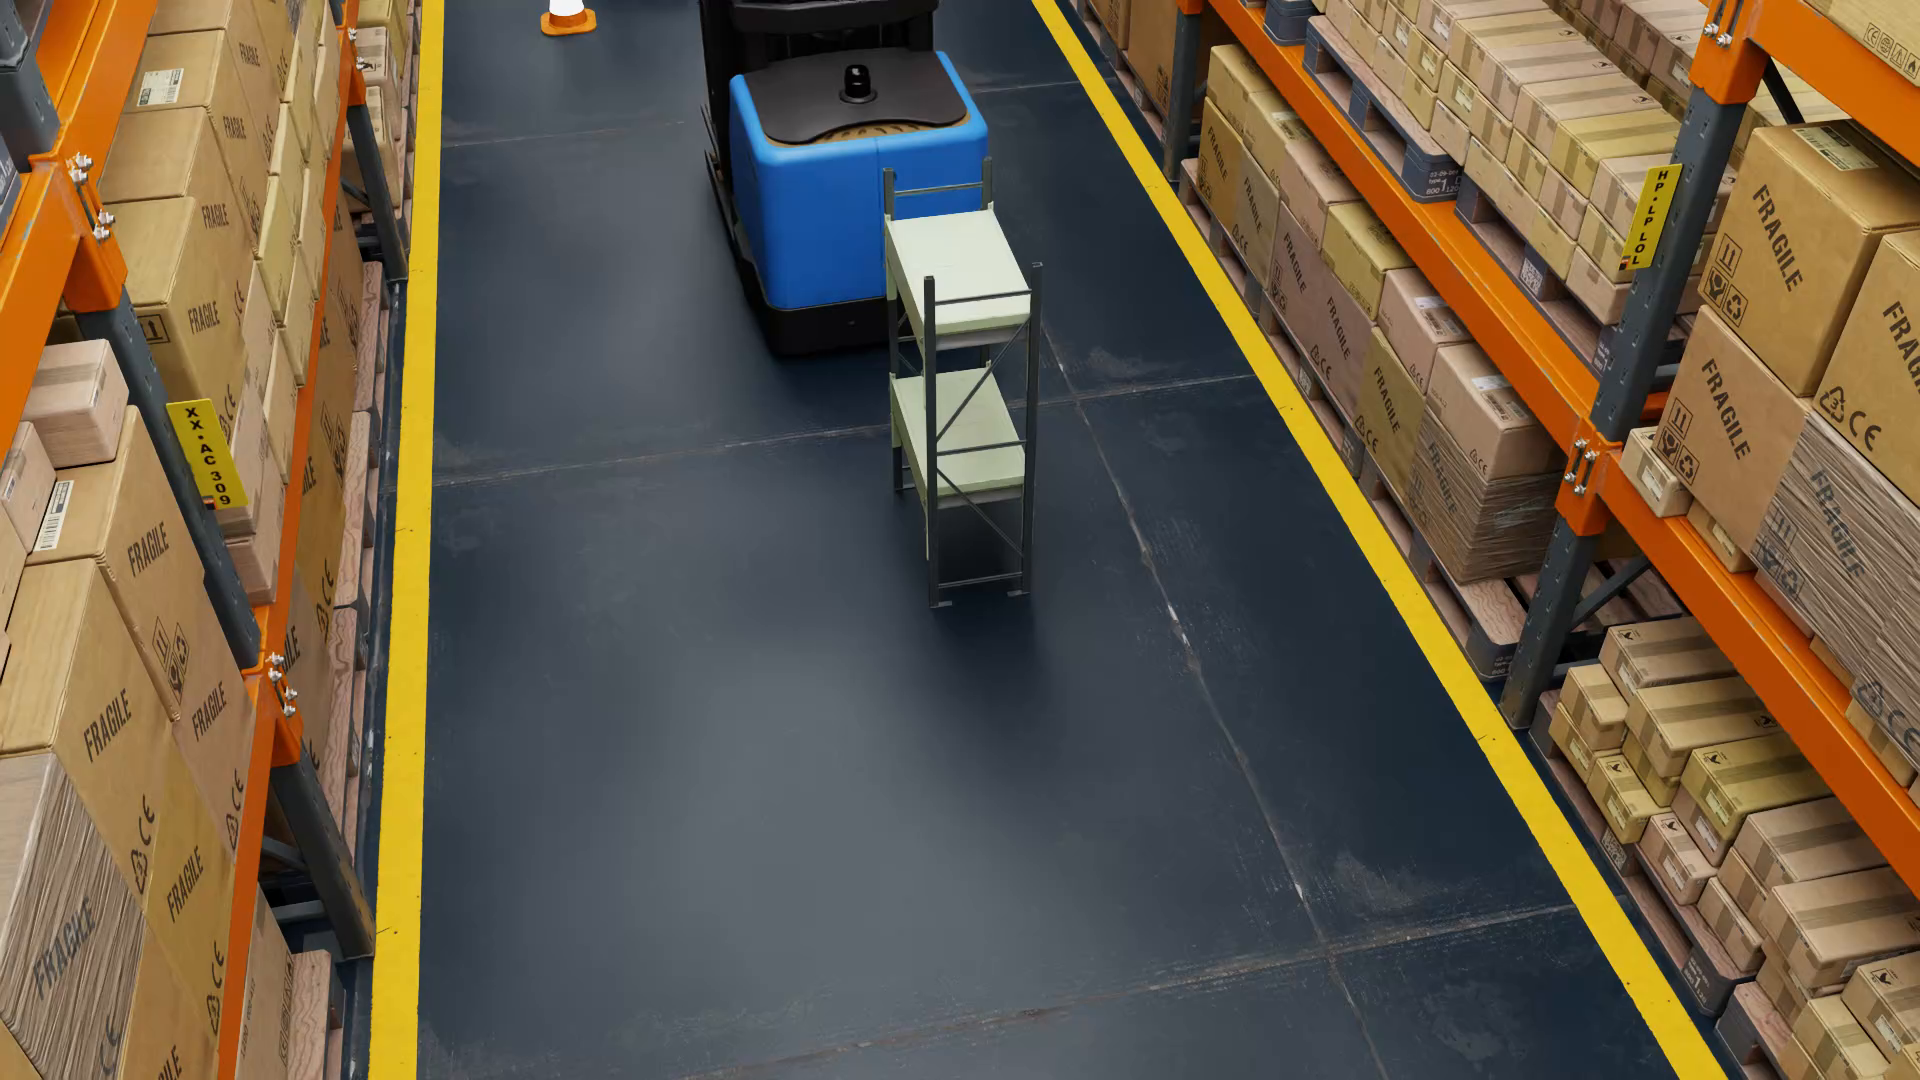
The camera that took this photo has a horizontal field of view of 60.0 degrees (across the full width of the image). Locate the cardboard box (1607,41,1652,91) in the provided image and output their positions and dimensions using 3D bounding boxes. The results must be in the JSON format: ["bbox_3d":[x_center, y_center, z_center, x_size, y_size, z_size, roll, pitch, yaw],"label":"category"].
[{"bbox_3d":[2.592,-1.717,6.074,0.380,0.149,0.250,-7,42,-8],"label":"cardboard box"}]

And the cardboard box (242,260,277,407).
[{"bbox_3d":[-2.312,-0.559,4.857,0.500,0.250,0.500,-8,42,-9],"label":"cardboard box"}]

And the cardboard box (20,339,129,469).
[{"bbox_3d":[-1.975,-0.269,3.476,0.380,0.149,0.250,-9,42,-10],"label":"cardboard box"}]

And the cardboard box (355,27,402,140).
[{"bbox_3d":[-3.495,-2.381,8.836,0.950,0.372,0.625,-9,42,-10],"label":"cardboard box"}]

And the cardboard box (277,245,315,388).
[{"bbox_3d":[-2.398,-0.705,5.398,0.500,0.250,0.500,-9,42,-10],"label":"cardboard box"}]

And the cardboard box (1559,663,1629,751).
[{"bbox_3d":[2.225,0.535,5.495,0.380,0.149,0.250,-7,42,-7],"label":"cardboard box"}]

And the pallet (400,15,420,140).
[{"bbox_3d":[-3.643,-2.615,9.537,1.003,0.211,1.213,-8,42,-9],"label":"pallet"}]

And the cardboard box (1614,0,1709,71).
[{"bbox_3d":[2.597,-1.825,5.971,0.380,0.149,0.250,-9,42,-10],"label":"cardboard box"}]

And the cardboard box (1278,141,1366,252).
[{"bbox_3d":[1.712,-1.506,7.189,0.500,0.250,0.500,-8,42,-9],"label":"cardboard box"}]

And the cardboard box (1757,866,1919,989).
[{"bbox_3d":[2.489,1.082,4.654,0.380,0.149,0.250,-7,42,-8],"label":"cardboard box"}]

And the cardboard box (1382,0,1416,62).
[{"bbox_3d":[1.846,-1.960,6.347,0.380,0.149,0.250,-7,42,-8],"label":"cardboard box"}]

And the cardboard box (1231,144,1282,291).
[{"bbox_3d":[1.611,-1.538,7.790,0.500,0.500,0.500,-8,42,-9],"label":"cardboard box"}]

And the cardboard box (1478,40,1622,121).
[{"bbox_3d":[2.012,-1.573,5.688,0.380,0.149,0.250,-8,42,-9],"label":"cardboard box"}]

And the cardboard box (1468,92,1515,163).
[{"bbox_3d":[2.008,-1.456,5.780,0.380,0.149,0.250,-10,42,-11],"label":"cardboard box"}]

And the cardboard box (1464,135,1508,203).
[{"bbox_3d":[2.018,-1.328,5.860,0.380,0.149,0.250,-10,43,-11],"label":"cardboard box"}]

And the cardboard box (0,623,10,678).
[{"bbox_3d":[-1.908,0.242,2.900,0.380,0.149,0.250,-9,42,-10],"label":"cardboard box"}]

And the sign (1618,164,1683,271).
[{"bbox_3d":[1.918,-0.895,4.626,0.100,0.325,0.005,-8,42,-9],"label":"sign"}]

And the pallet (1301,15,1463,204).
[{"bbox_3d":[2.063,-1.787,6.648,1.003,0.211,1.213,-8,42,-9],"label":"pallet"}]

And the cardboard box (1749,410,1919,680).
[{"bbox_3d":[2.434,-0.015,4.208,0.500,0.500,0.500,-8,42,-9],"label":"cardboard box"}]

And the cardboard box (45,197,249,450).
[{"bbox_3d":[-2.167,-0.506,4.233,0.500,0.500,0.500,-8,42,-9],"label":"cardboard box"}]

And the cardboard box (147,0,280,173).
[{"bbox_3d":[-2.527,-1.492,5.343,0.500,0.500,0.500,-9,42,-10],"label":"cardboard box"}]

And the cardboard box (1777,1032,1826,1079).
[{"bbox_3d":[2.544,1.483,4.651,0.380,0.149,0.250,-9,42,-10],"label":"cardboard box"}]

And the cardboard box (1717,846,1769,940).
[{"bbox_3d":[2.511,1.015,4.955,0.380,0.149,0.250,-10,43,-11],"label":"cardboard box"}]

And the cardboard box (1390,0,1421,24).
[{"bbox_3d":[1.842,-2.081,6.259,0.380,0.149,0.250,-9,42,-10],"label":"cardboard box"}]

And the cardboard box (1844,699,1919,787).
[{"bbox_3d":[2.481,0.453,4.170,0.380,0.149,0.250,-8,42,-8],"label":"cardboard box"}]

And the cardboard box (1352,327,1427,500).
[{"bbox_3d":[1.943,-0.542,6.668,0.500,0.500,0.500,-9,42,-10],"label":"cardboard box"}]

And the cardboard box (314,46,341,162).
[{"bbox_3d":[-2.727,-1.686,6.503,0.500,0.250,0.500,-8,42,-9],"label":"cardboard box"}]

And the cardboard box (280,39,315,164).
[{"bbox_3d":[-2.618,-1.554,5.978,0.500,0.250,0.500,-9,42,-10],"label":"cardboard box"}]

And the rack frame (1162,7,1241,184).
[{"bbox_3d":[1.596,-3.136,8.024,1.000,3.000,0.127,-8,42,-9],"label":"rack frame"}]

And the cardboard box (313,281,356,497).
[{"bbox_3d":[-2.959,-0.686,6.547,0.875,0.875,0.875,-8,42,-9],"label":"cardboard box"}]

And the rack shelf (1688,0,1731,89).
[{"bbox_3d":[2.028,-2.693,5.806,1.077,0.370,4.000,-8,42,-9],"label":"rack shelf"}]

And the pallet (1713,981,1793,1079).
[{"bbox_3d":[2.906,1.722,4.651,1.003,0.211,1.213,-8,42,-9],"label":"pallet"}]

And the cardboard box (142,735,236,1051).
[{"bbox_3d":[-1.886,0.791,3.525,0.500,0.500,0.500,-9,42,-10],"label":"cardboard box"}]

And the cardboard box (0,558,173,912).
[{"bbox_3d":[-1.879,0.416,3.193,0.500,0.500,0.500,-9,42,-10],"label":"cardboard box"}]

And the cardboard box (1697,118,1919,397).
[{"bbox_3d":[2.319,-0.739,4.270,0.500,0.500,0.500,-7,42,-8],"label":"cardboard box"}]

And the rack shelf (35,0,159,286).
[{"bbox_3d":[-2.784,-1.918,4.933,1.077,0.370,4.000,-8,42,-9],"label":"rack shelf"}]

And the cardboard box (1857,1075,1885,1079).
[{"bbox_3d":[2.568,1.532,4.372,0.380,0.149,0.250,-8,42,-9],"label":"cardboard box"}]

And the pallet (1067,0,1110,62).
[{"bbox_3d":[1.239,-3.405,10.426,1.003,0.211,1.213,-8,42,-9],"label":"pallet"}]

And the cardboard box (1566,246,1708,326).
[{"bbox_3d":[2.180,-0.836,5.305,0.380,0.149,0.250,-9,42,-10],"label":"cardboard box"}]

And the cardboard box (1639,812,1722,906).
[{"bbox_3d":[2.386,0.974,5.225,0.380,0.149,0.250,-9,42,-9],"label":"cardboard box"}]

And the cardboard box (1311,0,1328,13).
[{"bbox_3d":[1.672,-2.357,7.019,0.380,0.149,0.250,-7,42,-7],"label":"cardboard box"}]

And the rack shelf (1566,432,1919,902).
[{"bbox_3d":[2.891,1.022,3.881,1.077,0.370,4.000,-8,42,-9],"label":"rack shelf"}]

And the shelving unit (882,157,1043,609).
[{"bbox_3d":[-0.001,-0.565,6.257,0.431,1.500,0.755,-8,42,-9],"label":"shelving unit"}]

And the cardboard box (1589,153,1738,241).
[{"bbox_3d":[2.182,-1.061,5.111,0.380,0.149,0.250,-7,42,-7],"label":"cardboard box"}]

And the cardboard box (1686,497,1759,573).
[{"bbox_3d":[2.329,-0.062,4.750,0.380,0.149,0.250,-7,42,-8],"label":"cardboard box"}]

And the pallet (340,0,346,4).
[{"bbox_3d":[-3.473,-2.737,7.718,1.213,0.211,1.003,-8,42,-9],"label":"pallet"}]

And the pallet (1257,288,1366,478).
[{"bbox_3d":[2.023,-0.798,7.489,1.003,0.211,1.213,-8,42,-9],"label":"pallet"}]

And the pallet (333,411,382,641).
[{"bbox_3d":[-2.859,-0.008,6.600,1.003,0.211,1.213,-8,42,-9],"label":"pallet"}]

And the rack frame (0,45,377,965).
[{"bbox_3d":[-2.352,0.231,4.230,1.000,3.000,0.127,-8,42,-9],"label":"rack frame"}]

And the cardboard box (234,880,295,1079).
[{"bbox_3d":[-2.322,1.455,4.465,0.875,0.438,0.875,-9,42,-10],"label":"cardboard box"}]

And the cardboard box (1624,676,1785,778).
[{"bbox_3d":[2.333,0.583,5.217,0.380,0.149,0.250,-6,42,-7],"label":"cardboard box"}]

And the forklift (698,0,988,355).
[{"bbox_3d":[-0.731,-2.933,7.847,1.130,2.935,3.031,-10,43,-11],"label":"forklift"}]

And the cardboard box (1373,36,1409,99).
[{"bbox_3d":[1.838,-1.853,6.450,0.380,0.149,0.250,-10,42,-11],"label":"cardboard box"}]

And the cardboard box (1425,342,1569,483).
[{"bbox_3d":[2.052,-0.493,6.047,0.500,0.250,0.500,-9,42,-10],"label":"cardboard box"}]

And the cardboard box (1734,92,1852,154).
[{"bbox_3d":[2.757,-1.330,5.414,0.380,0.149,0.250,-7,42,-8],"label":"cardboard box"}]

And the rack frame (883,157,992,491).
[{"bbox_3d":[-0.080,-0.802,6.524,0.400,1.500,0.023,-8,42,-9],"label":"rack frame"}]

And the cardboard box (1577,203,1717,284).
[{"bbox_3d":[2.181,-0.948,5.207,0.380,0.149,0.250,-7,42,-8],"label":"cardboard box"}]
